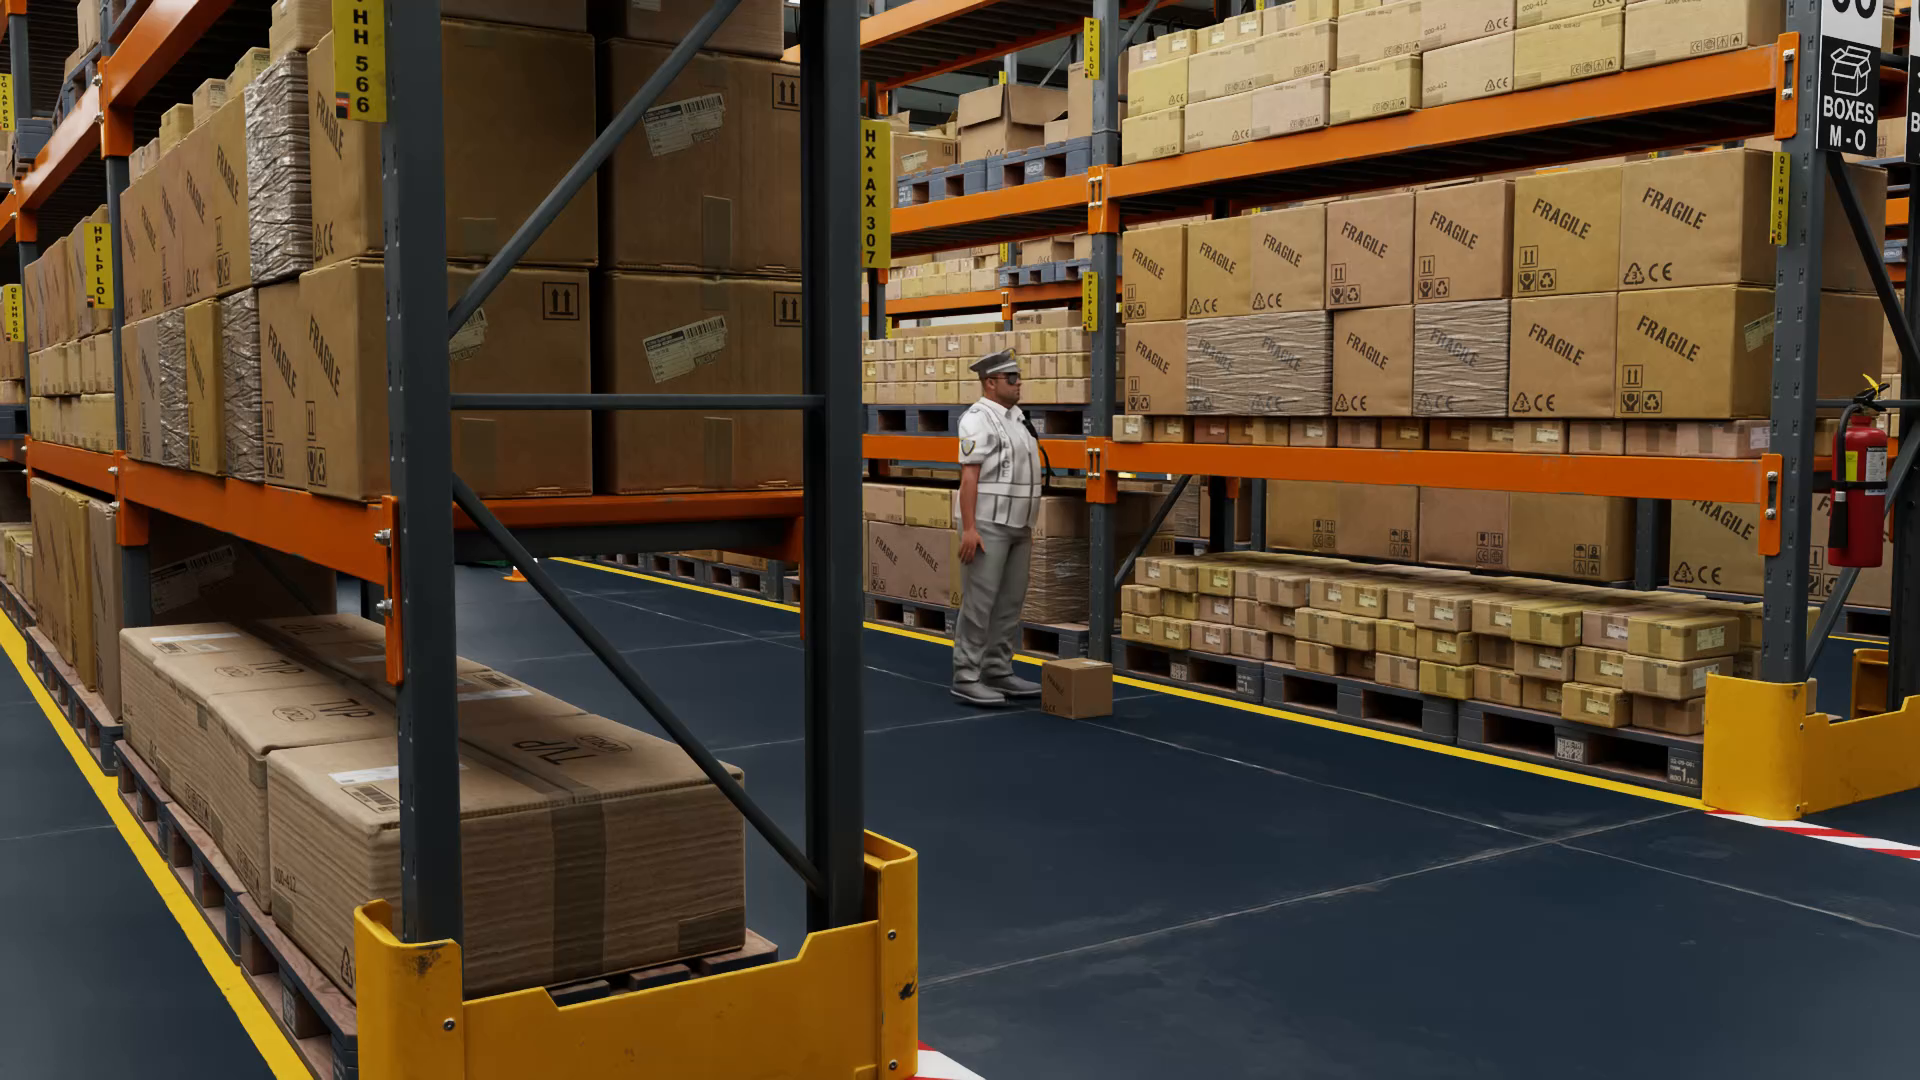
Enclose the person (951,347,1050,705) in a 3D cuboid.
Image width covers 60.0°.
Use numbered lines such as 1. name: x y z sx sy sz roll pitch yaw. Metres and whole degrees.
1. person: 0.194 -0.078 8.400 0.402 1.766 0.588 3 6 36
